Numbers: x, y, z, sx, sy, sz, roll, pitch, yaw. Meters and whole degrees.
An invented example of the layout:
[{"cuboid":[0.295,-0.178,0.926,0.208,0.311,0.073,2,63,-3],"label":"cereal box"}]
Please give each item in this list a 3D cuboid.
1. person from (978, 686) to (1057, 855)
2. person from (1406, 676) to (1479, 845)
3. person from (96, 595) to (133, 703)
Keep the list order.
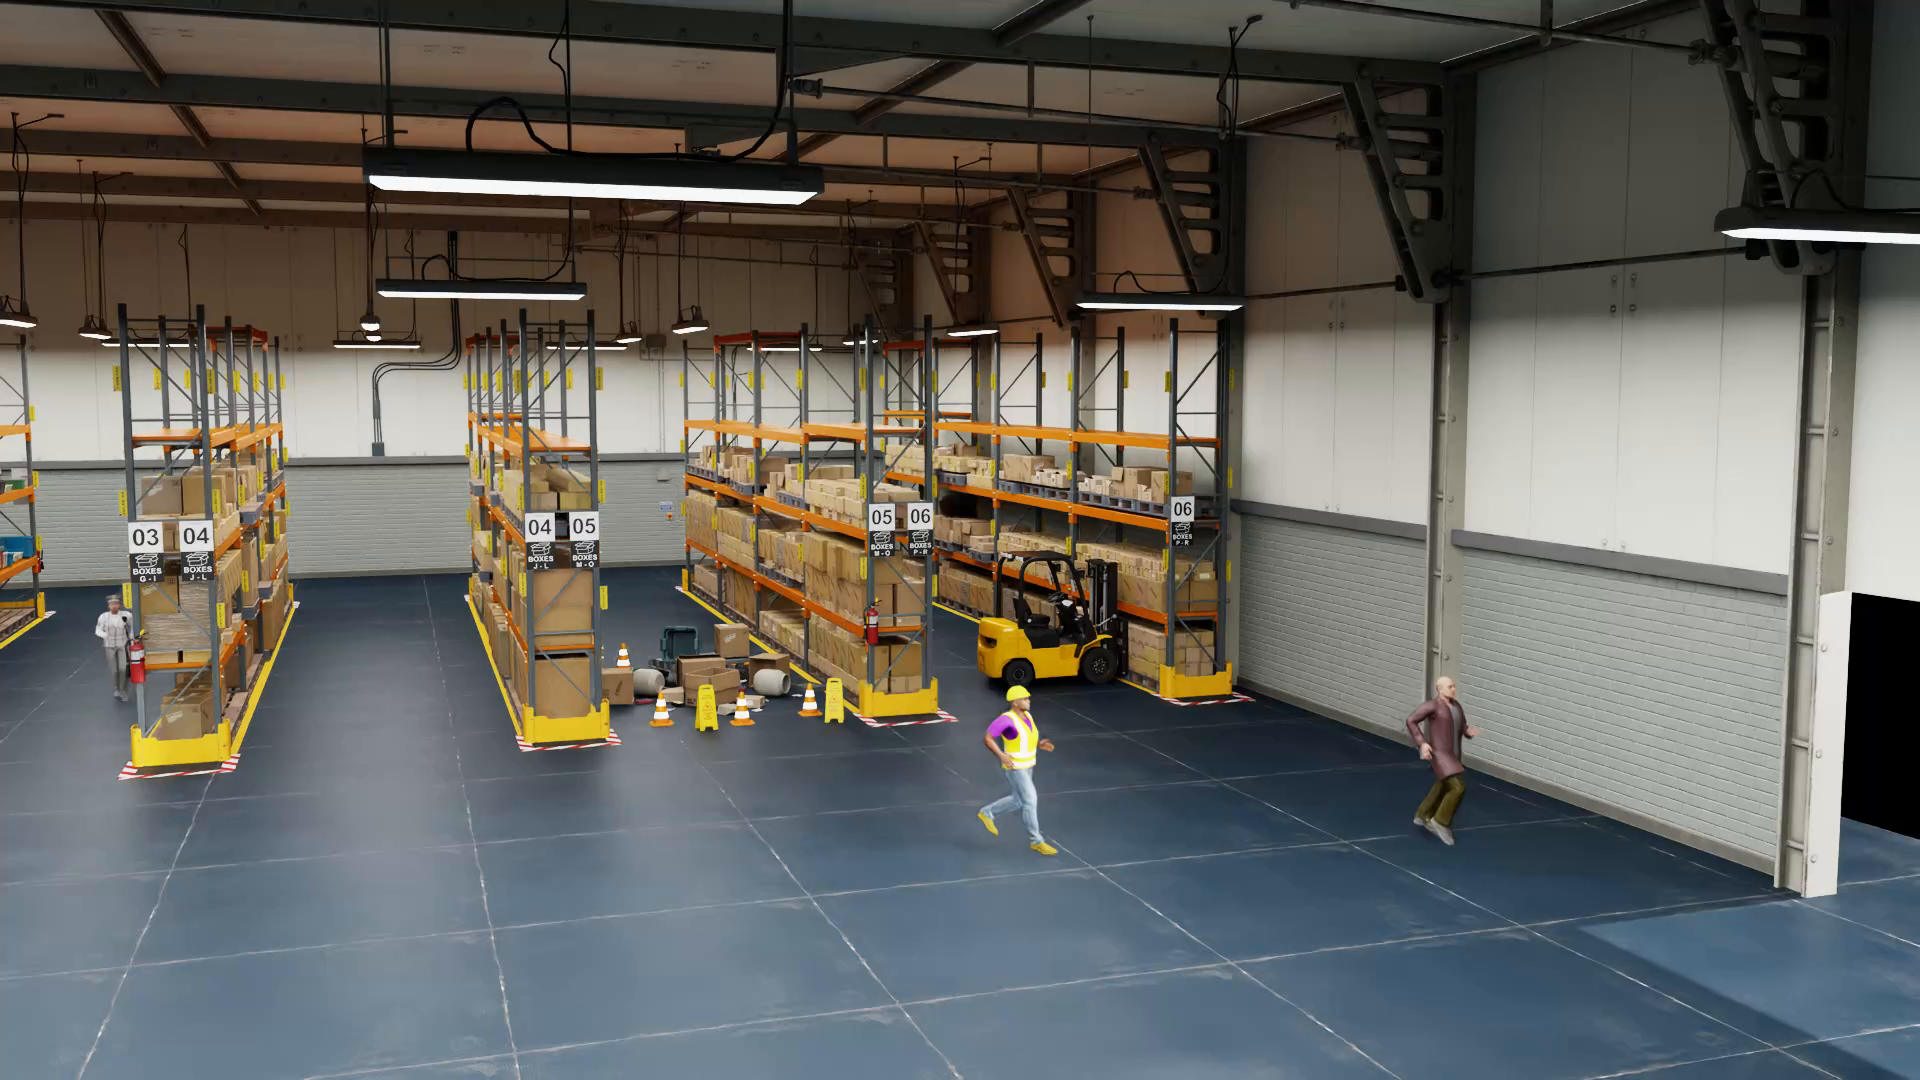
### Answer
[{"cuboid":[0.610,2.437,17.808,0.968,1.771,0.700,3,6,25],"label":"person"},{"cuboid":[5.307,2.401,18.196,0.671,1.823,0.798,-5,7,-43],"label":"person"},{"cuboid":[-13.230,1.704,26.087,0.562,1.727,0.737,-2,6,-19],"label":"person"}]
